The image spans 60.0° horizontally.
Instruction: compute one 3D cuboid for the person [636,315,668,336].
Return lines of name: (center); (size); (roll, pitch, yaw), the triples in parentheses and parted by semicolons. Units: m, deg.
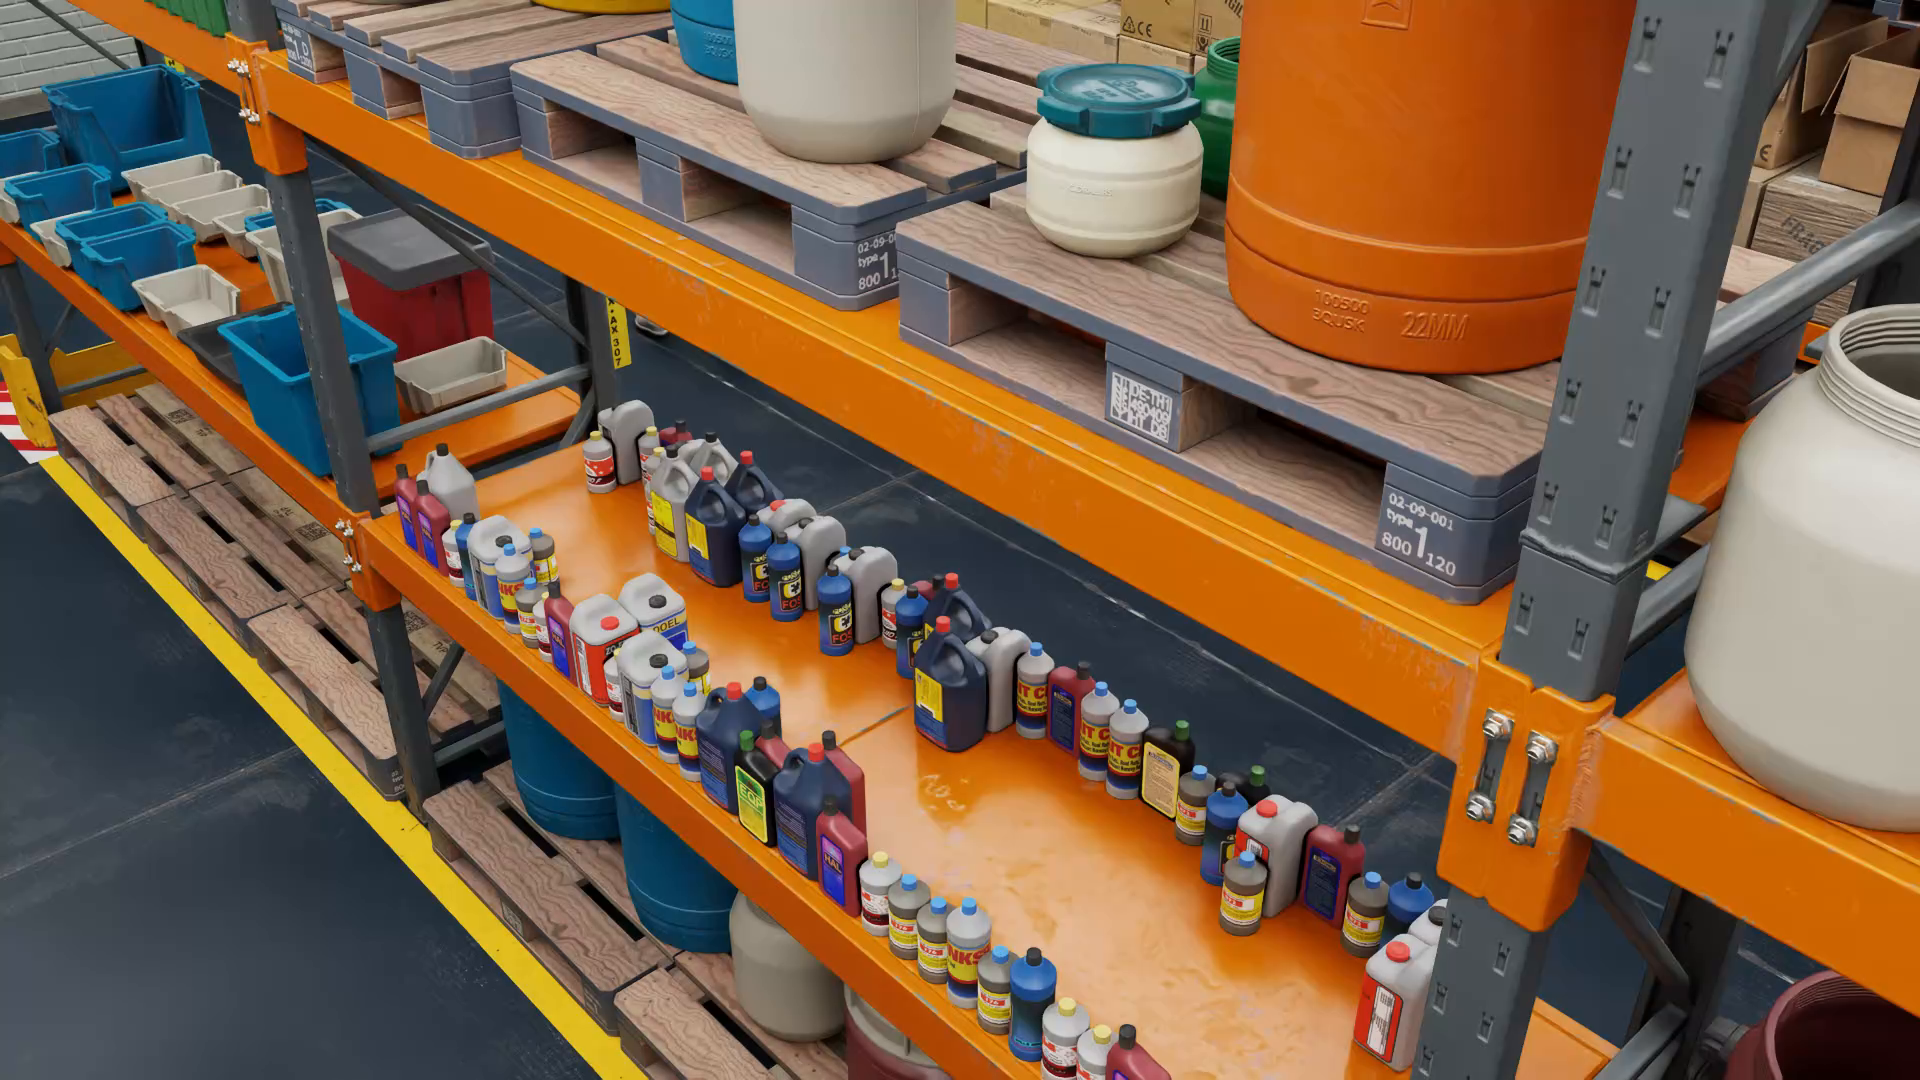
person: (-1.608, -1.862, 9.069); (0.473, 1.667, 0.707); (-22, 38, -31)
